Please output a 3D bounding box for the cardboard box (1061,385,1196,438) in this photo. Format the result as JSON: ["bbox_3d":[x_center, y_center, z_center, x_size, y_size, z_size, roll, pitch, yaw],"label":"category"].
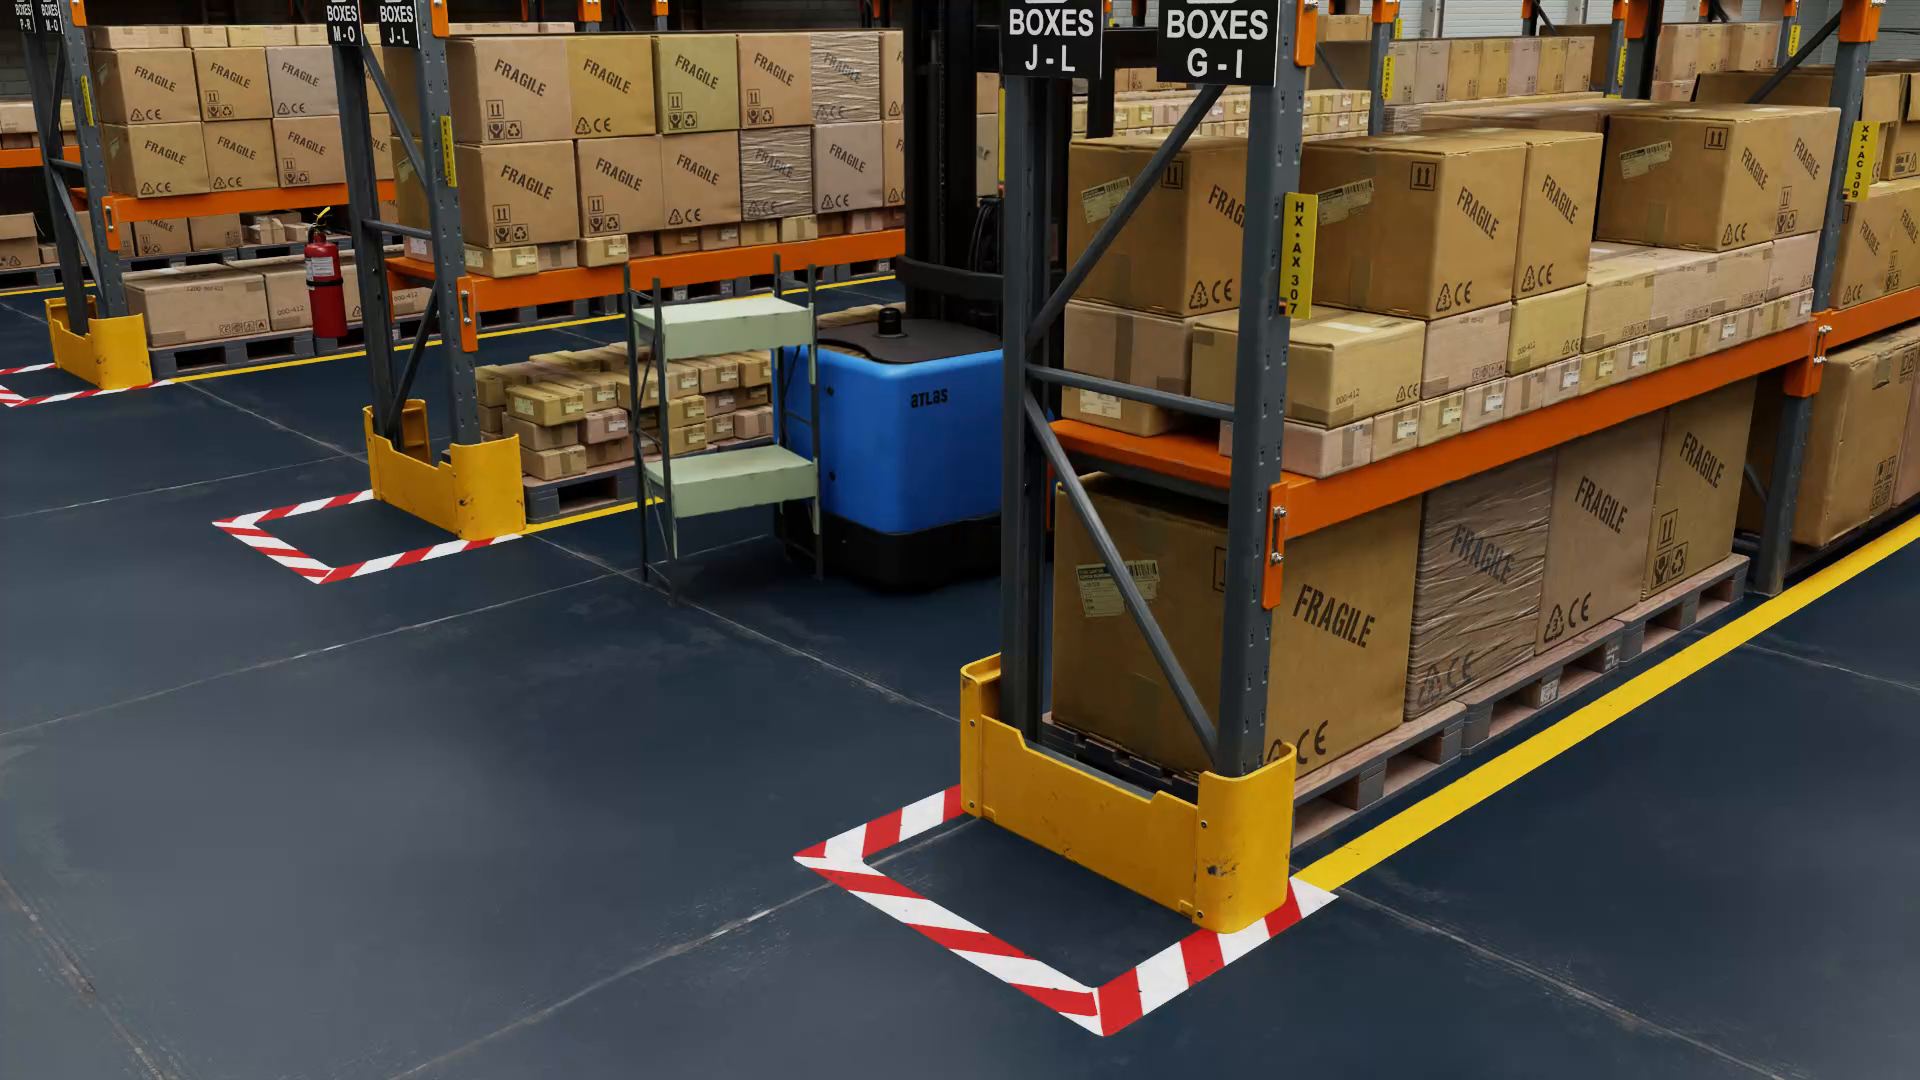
[{"bbox_3d":[0.552,-0.459,5.444,0.250,0.149,0.380,-16,24,-40],"label":"cardboard box"}]

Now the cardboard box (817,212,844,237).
[{"bbox_3d":[-0.905,-1.900,9.888,0.250,0.149,0.380,-17,24,-42],"label":"cardboard box"}]

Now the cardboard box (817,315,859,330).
[{"bbox_3d":[-0.866,-1.340,10.730,0.250,0.149,0.380,-17,25,-42],"label":"cardboard box"}]

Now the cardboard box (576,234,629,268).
[{"bbox_3d":[-1.966,-1.546,8.797,0.380,0.149,0.250,17,25,42],"label":"cardboard box"}]

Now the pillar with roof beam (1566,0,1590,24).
[{"bbox_3d":[16.835,-12.910,33.711,0.400,9.000,9.100,-16,24,-41],"label":"pillar with roof beam"}]

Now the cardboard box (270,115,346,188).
[{"bbox_3d":[-5.013,-2.952,12.564,0.500,0.500,0.500,-16,24,-41],"label":"cardboard box"}]

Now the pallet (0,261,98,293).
[{"bbox_3d":[-9.068,-2.620,16.225,1.213,0.211,1.003,-16,24,-41],"label":"pallet"}]

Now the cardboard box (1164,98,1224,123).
[{"bbox_3d":[1.633,-3.028,11.721,0.250,0.149,0.380,-15,23,-39],"label":"cardboard box"}]

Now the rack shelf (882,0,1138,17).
[{"bbox_3d":[0.977,-5.854,17.979,4.000,0.370,1.077,-16,24,-41],"label":"rack shelf"}]

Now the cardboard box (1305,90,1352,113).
[{"bbox_3d":[2.773,-3.361,12.750,0.250,0.149,0.380,-17,24,-41],"label":"cardboard box"}]

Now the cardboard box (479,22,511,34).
[{"bbox_3d":[-3.842,-4.111,13.465,0.250,0.149,0.380,-16,24,-41],"label":"cardboard box"}]

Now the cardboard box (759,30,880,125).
[{"bbox_3d":[-0.818,-2.698,9.678,0.500,0.500,0.500,-15,24,-39],"label":"cardboard box"}]

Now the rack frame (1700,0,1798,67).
[{"bbox_3d":[8.811,-4.953,18.896,0.127,3.000,1.000,-16,24,-41],"label":"rack frame"}]

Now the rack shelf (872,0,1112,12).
[{"bbox_3d":[0.470,-7.813,24.021,4.000,0.370,1.077,-16,24,-41],"label":"rack shelf"}]

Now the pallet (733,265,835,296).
[{"bbox_3d":[-1.987,-2.611,16.197,1.213,0.211,1.003,-16,24,-41],"label":"pallet"}]

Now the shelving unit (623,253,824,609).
[{"bbox_3d":[-1.072,-0.511,7.630,0.755,1.500,0.431,-10,21,-29],"label":"shelving unit"}]

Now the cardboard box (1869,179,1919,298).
[{"bbox_3d":[4.296,-1.473,8.001,0.500,0.500,0.500,-16,24,-41],"label":"cardboard box"}]

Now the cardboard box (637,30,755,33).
[{"bbox_3d":[-1.531,-2.712,9.720,0.500,0.500,0.500,17,24,42],"label":"cardboard box"}]

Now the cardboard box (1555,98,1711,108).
[{"bbox_3d":[2.902,-1.659,7.285,0.500,0.500,0.500,-16,24,-41],"label":"cardboard box"}]

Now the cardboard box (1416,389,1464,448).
[{"bbox_3d":[1.375,-0.420,5.324,0.250,0.149,0.380,-17,25,-42],"label":"cardboard box"}]

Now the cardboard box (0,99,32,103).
[{"bbox_3d":[-9.175,-4.098,16.021,0.500,0.250,0.500,-16,24,-41],"label":"cardboard box"}]

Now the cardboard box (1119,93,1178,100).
[{"bbox_3d":[1.391,-3.235,12.361,0.250,0.149,0.380,-17,24,-42],"label":"cardboard box"}]

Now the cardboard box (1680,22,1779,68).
[{"bbox_3d":[8.515,-5.468,18.491,0.550,0.550,0.875,-16,24,-41],"label":"cardboard box"}]

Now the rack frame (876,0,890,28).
[{"bbox_3d":[-0.476,-4.345,17.023,0.127,3.000,1.000,-16,24,-41],"label":"rack frame"}]

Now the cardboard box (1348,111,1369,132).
[{"bbox_3d":[2.952,-3.272,12.958,0.250,0.149,0.380,-16,24,-40],"label":"cardboard box"}]

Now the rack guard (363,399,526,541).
[{"bbox_3d":[-2.760,-0.389,8.875,0.348,0.500,1.175,-16,24,-41],"label":"rack guard"}]

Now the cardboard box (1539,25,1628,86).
[{"bbox_3d":[6.196,-4.760,16.310,0.550,0.550,0.875,-16,24,-41],"label":"cardboard box"}]

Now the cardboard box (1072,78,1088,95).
[{"bbox_3d":[1.133,-5.108,18.050,0.500,0.500,0.500,17,24,42],"label":"cardboard box"}]

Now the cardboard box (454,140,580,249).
[{"bbox_3d":[-2.299,-1.784,8.481,0.500,0.500,0.500,-15,23,-38],"label":"cardboard box"}]

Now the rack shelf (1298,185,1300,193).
[{"bbox_3d":[1.545,-2.491,12.472,4.000,0.370,1.077,-16,24,-41],"label":"rack shelf"}]

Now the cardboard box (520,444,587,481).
[{"bbox_3d":[-2.214,-0.445,8.935,0.250,0.149,0.380,-16,24,-40],"label":"cardboard box"}]

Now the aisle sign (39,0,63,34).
[{"bbox_3d":[-6.142,-3.806,11.146,0.004,0.787,0.394,-16,24,-41],"label":"aisle sign"}]

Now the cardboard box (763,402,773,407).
[{"bbox_3d":[-1.100,-0.776,9.956,0.250,0.149,0.380,-16,24,-41],"label":"cardboard box"}]

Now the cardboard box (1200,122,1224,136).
[{"bbox_3d":[1.644,-2.891,11.782,0.250,0.149,0.380,-17,24,-42],"label":"cardboard box"}]

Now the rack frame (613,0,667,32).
[{"bbox_3d":[-3.889,-5.457,20.452,0.127,3.000,1.000,-16,24,-41],"label":"rack frame"}]

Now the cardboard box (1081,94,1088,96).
[{"bbox_3d":[1.233,-4.856,18.326,0.380,0.149,0.250,17,24,42],"label":"cardboard box"}]

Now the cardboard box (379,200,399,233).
[{"bbox_3d":[-6.290,-3.672,18.319,0.500,0.500,0.500,-15,23,-38],"label":"cardboard box"}]

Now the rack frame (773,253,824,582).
[{"bbox_3d":[-0.758,-0.569,7.809,0.023,1.500,0.400,-10,21,-29],"label":"rack frame"}]

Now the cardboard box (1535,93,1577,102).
[{"bbox_3d":[5.342,-3.875,15.411,0.500,0.500,0.500,-17,24,-41],"label":"cardboard box"}]

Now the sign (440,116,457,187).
[{"bbox_3d":[-2.442,-1.852,7.931,0.005,0.325,0.100,-16,24,-41],"label":"sign"}]

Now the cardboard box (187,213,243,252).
[{"bbox_3d":[-7.791,-3.273,17.088,0.700,0.500,0.500,17,24,42],"label":"cardboard box"}]

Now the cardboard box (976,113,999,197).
[{"bbox_3d":[-0.066,-2.433,10.481,0.500,0.500,0.500,-16,24,-41],"label":"cardboard box"}]

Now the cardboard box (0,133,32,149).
[{"bbox_3d":[-8.955,-3.778,15.681,0.250,0.149,0.380,-17,24,-42],"label":"cardboard box"}]

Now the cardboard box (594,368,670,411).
[{"bbox_3d":[-1.812,-0.834,9.170,0.250,0.149,0.380,-16,24,-41],"label":"cardboard box"}]

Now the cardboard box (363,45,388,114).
[{"bbox_3d":[-4.644,-3.539,12.753,0.500,0.500,0.500,-16,24,-41],"label":"cardboard box"}]

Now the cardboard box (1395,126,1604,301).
[{"bbox_3d":[1.789,-1.114,5.603,0.500,0.500,0.500,-17,25,-42],"label":"cardboard box"}]

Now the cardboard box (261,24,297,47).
[{"bbox_3d":[-5.099,-3.723,12.269,0.250,0.149,0.380,-16,24,-40],"label":"cardboard box"}]

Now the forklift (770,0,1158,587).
[{"bbox_3d":[0.527,-1.531,8.454,3.031,2.935,1.130,-14,23,-37],"label":"forklift"}]

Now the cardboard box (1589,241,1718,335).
[{"bbox_3d":[2.540,-0.976,6.393,0.500,0.250,0.500,-16,24,-40],"label":"cardboard box"}]

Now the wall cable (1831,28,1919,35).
[{"bbox_3d":[25.646,-15.268,46.020,0.112,2.526,3.097,-16,24,-41],"label":"wall cable"}]

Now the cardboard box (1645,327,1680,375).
[{"bbox_3d":[2.496,-0.747,6.332,0.250,0.149,0.380,-17,24,-42],"label":"cardboard box"}]

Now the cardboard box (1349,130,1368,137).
[{"bbox_3d":[2.955,-3.130,13.002,0.250,0.149,0.380,-16,24,-40],"label":"cardboard box"}]

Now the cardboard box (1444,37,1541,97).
[{"bbox_3d":[4.808,-4.305,15.116,0.500,0.500,0.700,-16,24,-40],"label":"cardboard box"}]

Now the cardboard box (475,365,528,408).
[{"bbox_3d":[-2.604,-0.858,9.244,0.250,0.149,0.380,-16,24,-40],"label":"cardboard box"}]

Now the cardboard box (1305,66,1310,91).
[{"bbox_3d":[4.017,-5.739,20.678,0.500,0.500,0.500,-16,24,-40],"label":"cardboard box"}]

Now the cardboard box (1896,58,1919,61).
[{"bbox_3d":[5.790,-2.498,9.537,0.637,0.503,0.797,-15,23,-39],"label":"cardboard box"}]

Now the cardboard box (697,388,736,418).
[{"bbox_3d":[-1.515,-0.825,9.626,0.380,0.149,0.250,16,24,41],"label":"cardboard box"}]

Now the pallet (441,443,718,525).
[{"bbox_3d":[-2.145,-0.416,9.426,1.213,0.211,1.003,-16,24,-41],"label":"pallet"}]
